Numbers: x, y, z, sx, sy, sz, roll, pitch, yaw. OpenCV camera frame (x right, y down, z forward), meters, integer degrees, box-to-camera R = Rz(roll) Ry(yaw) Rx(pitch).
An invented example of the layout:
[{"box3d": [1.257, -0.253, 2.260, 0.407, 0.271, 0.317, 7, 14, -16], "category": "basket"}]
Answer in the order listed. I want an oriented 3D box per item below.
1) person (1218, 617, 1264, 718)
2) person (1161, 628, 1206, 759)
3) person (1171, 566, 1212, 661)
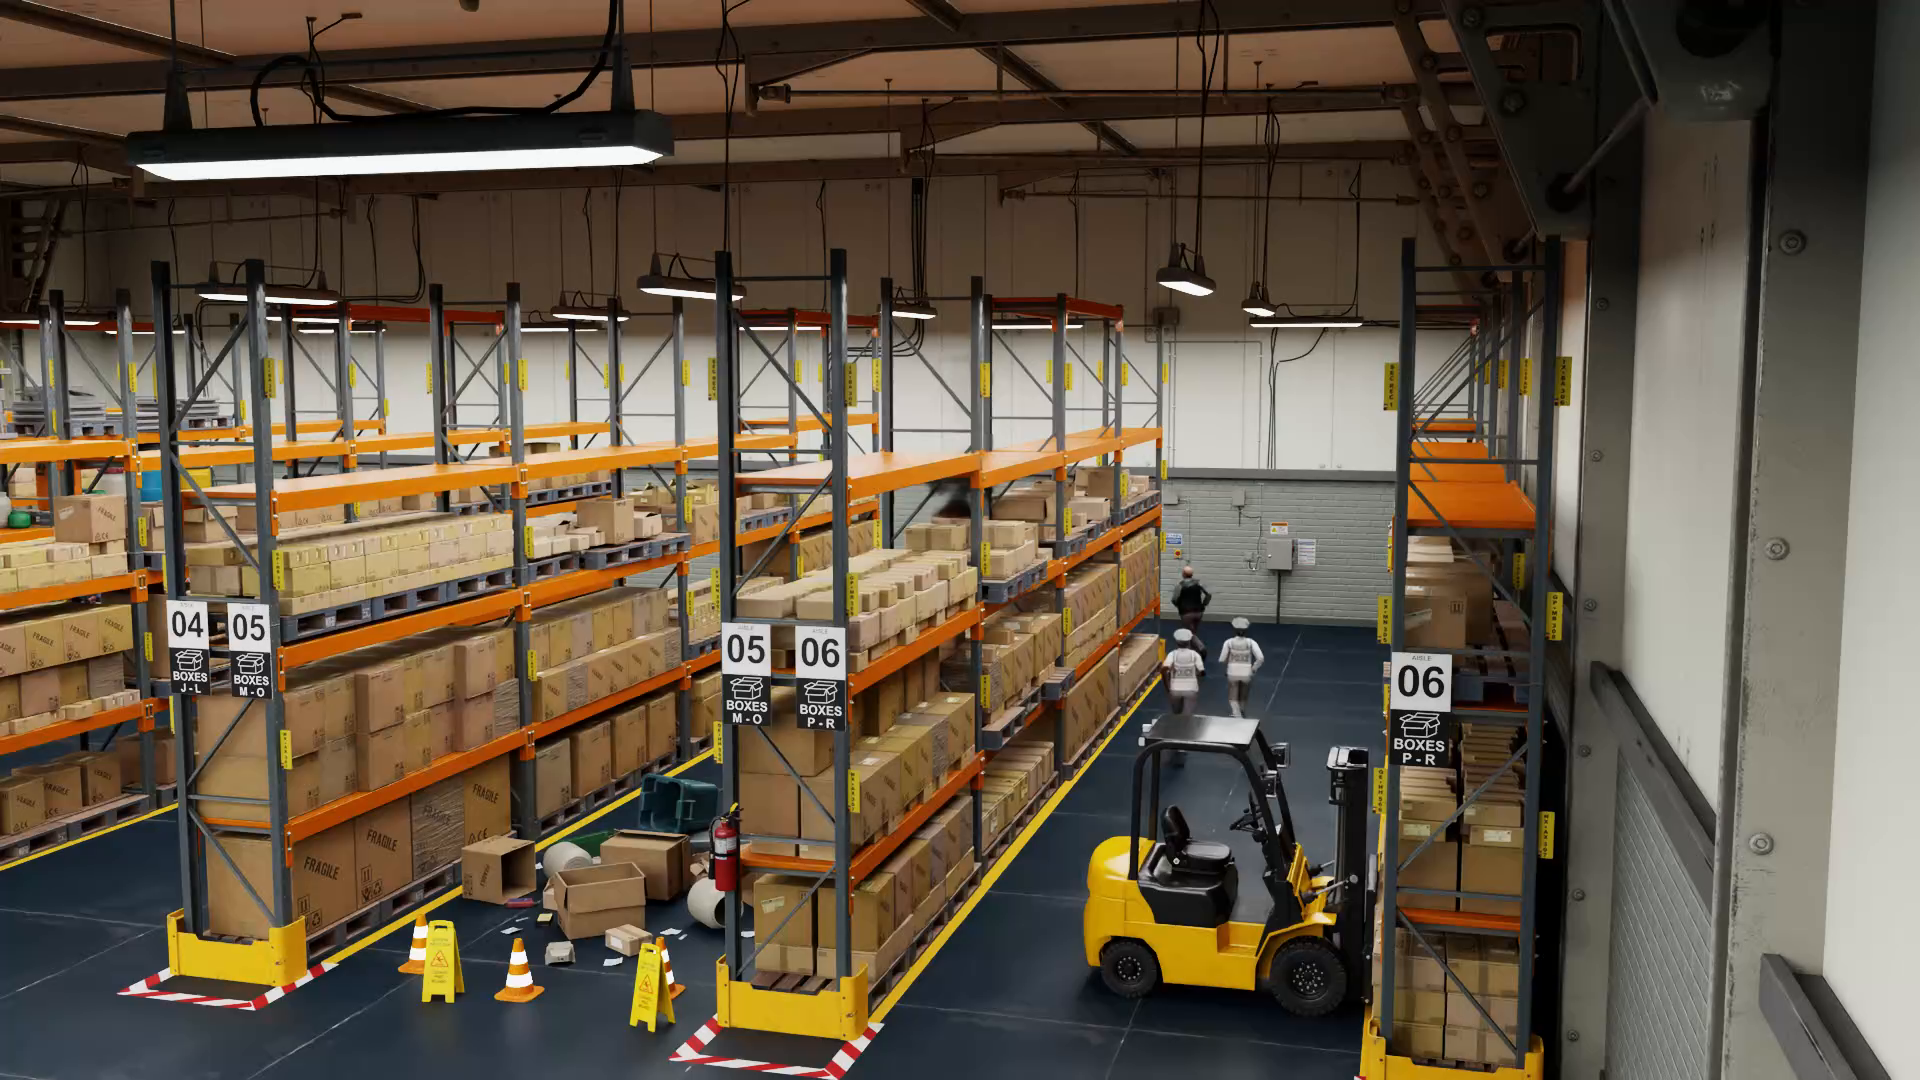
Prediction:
[{"box3d": [3.874, 1.916, 22.991, 0.618, 1.694, 0.826, 0, 6, 3], "category": "person"}, {"box3d": [2.921, 2.028, 21.738, 0.568, 1.728, 0.844, 1, 6, 12], "category": "person"}, {"box3d": [3.969, 1.305, 28.689, 0.683, 1.708, 0.781, -2, 6, -21], "category": "person"}]
